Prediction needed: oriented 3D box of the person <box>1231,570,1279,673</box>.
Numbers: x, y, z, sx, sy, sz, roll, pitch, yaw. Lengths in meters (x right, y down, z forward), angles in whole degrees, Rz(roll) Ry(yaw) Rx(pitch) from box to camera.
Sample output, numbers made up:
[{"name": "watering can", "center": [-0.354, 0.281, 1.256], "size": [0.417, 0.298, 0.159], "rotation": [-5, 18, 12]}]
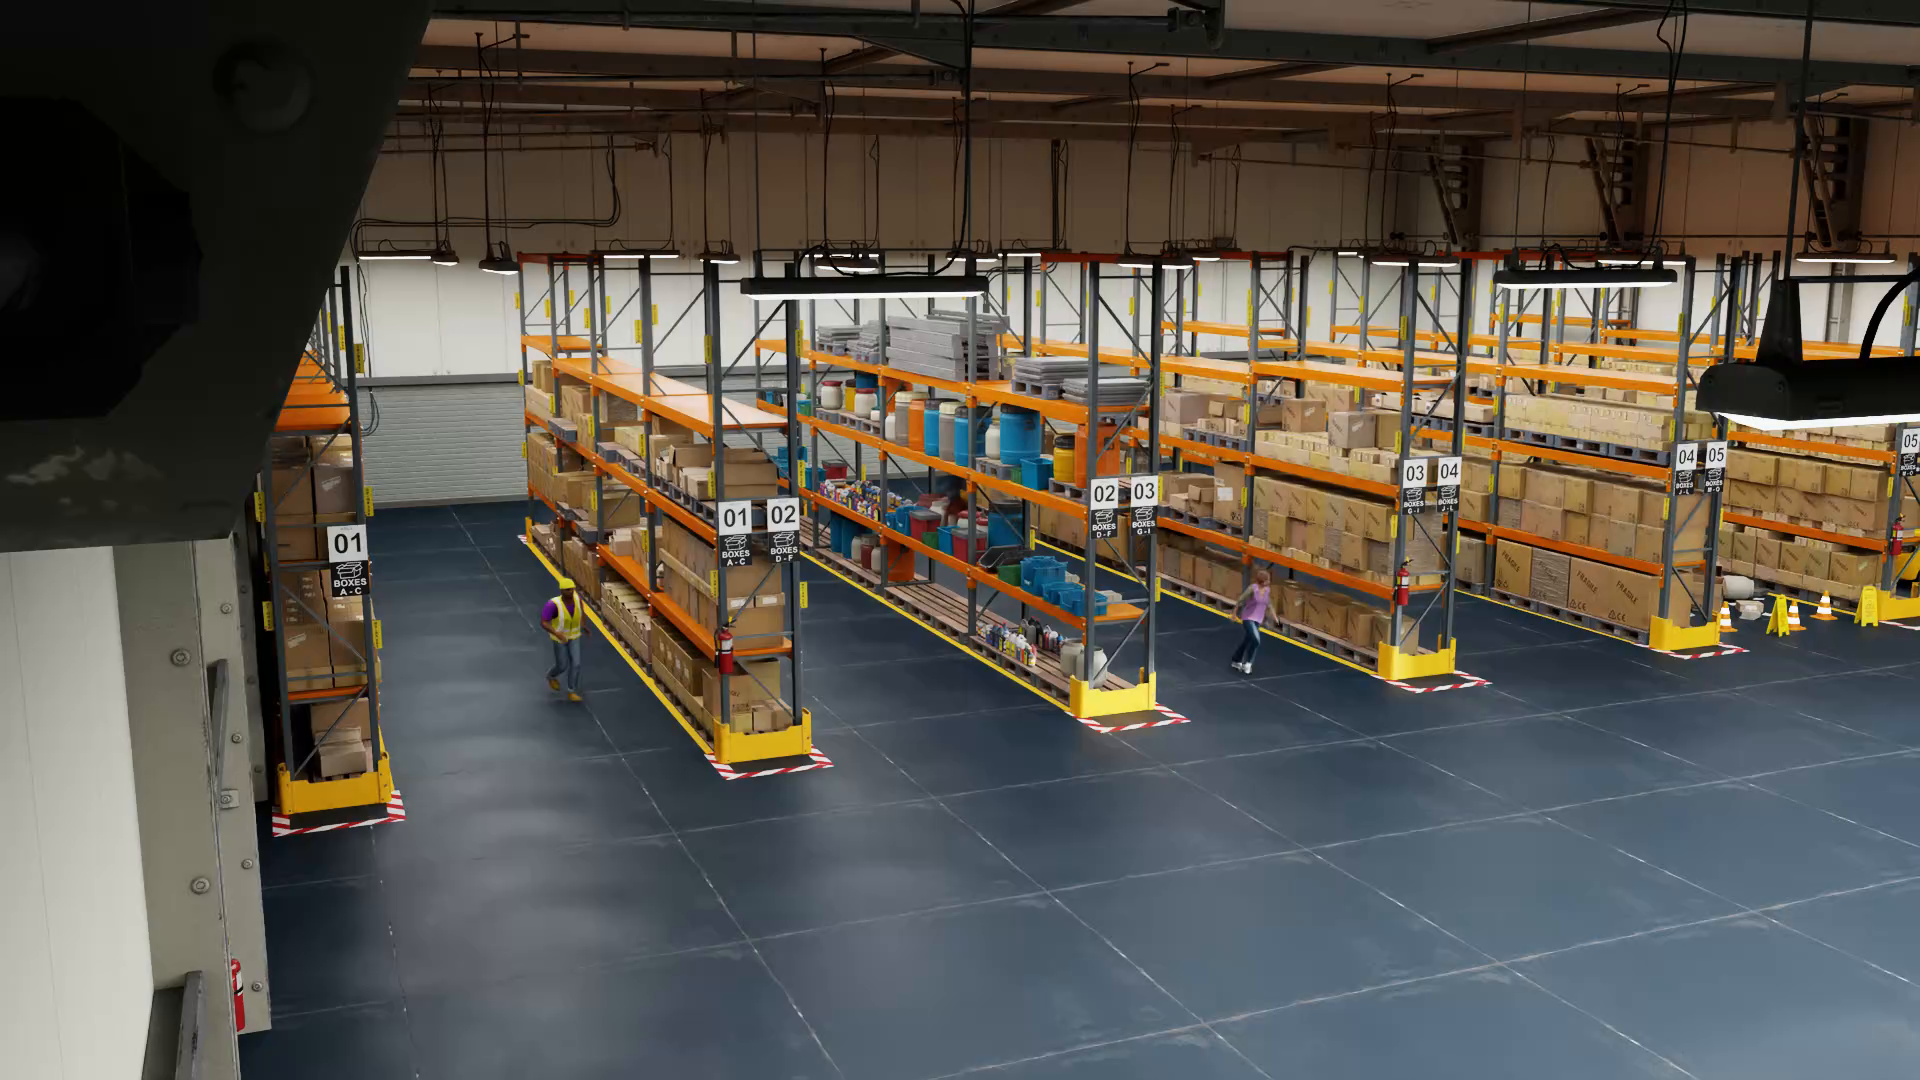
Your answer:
[{"name": "person", "center": [4.289, 1.173, 24.285], "size": [0.507, 1.534, 0.725], "rotation": [-7, 13, -34]}]

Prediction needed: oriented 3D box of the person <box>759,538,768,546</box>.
[{"name": "person", "center": [-3.808, -0.353, 32.375], "size": [0.570, 1.740, 0.728], "rotation": [-5, 11, -24]}]

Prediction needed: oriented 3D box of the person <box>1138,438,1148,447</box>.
[{"name": "person", "center": [4.127, -1.562, 38.669], "size": [0.675, 1.808, 0.777], "rotation": [-4, 11, -21]}]

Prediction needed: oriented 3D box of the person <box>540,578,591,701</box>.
[{"name": "person", "center": [-5.496, 1.341, 22.976], "size": [0.699, 1.717, 0.807], "rotation": [-8, 13, -37]}]
